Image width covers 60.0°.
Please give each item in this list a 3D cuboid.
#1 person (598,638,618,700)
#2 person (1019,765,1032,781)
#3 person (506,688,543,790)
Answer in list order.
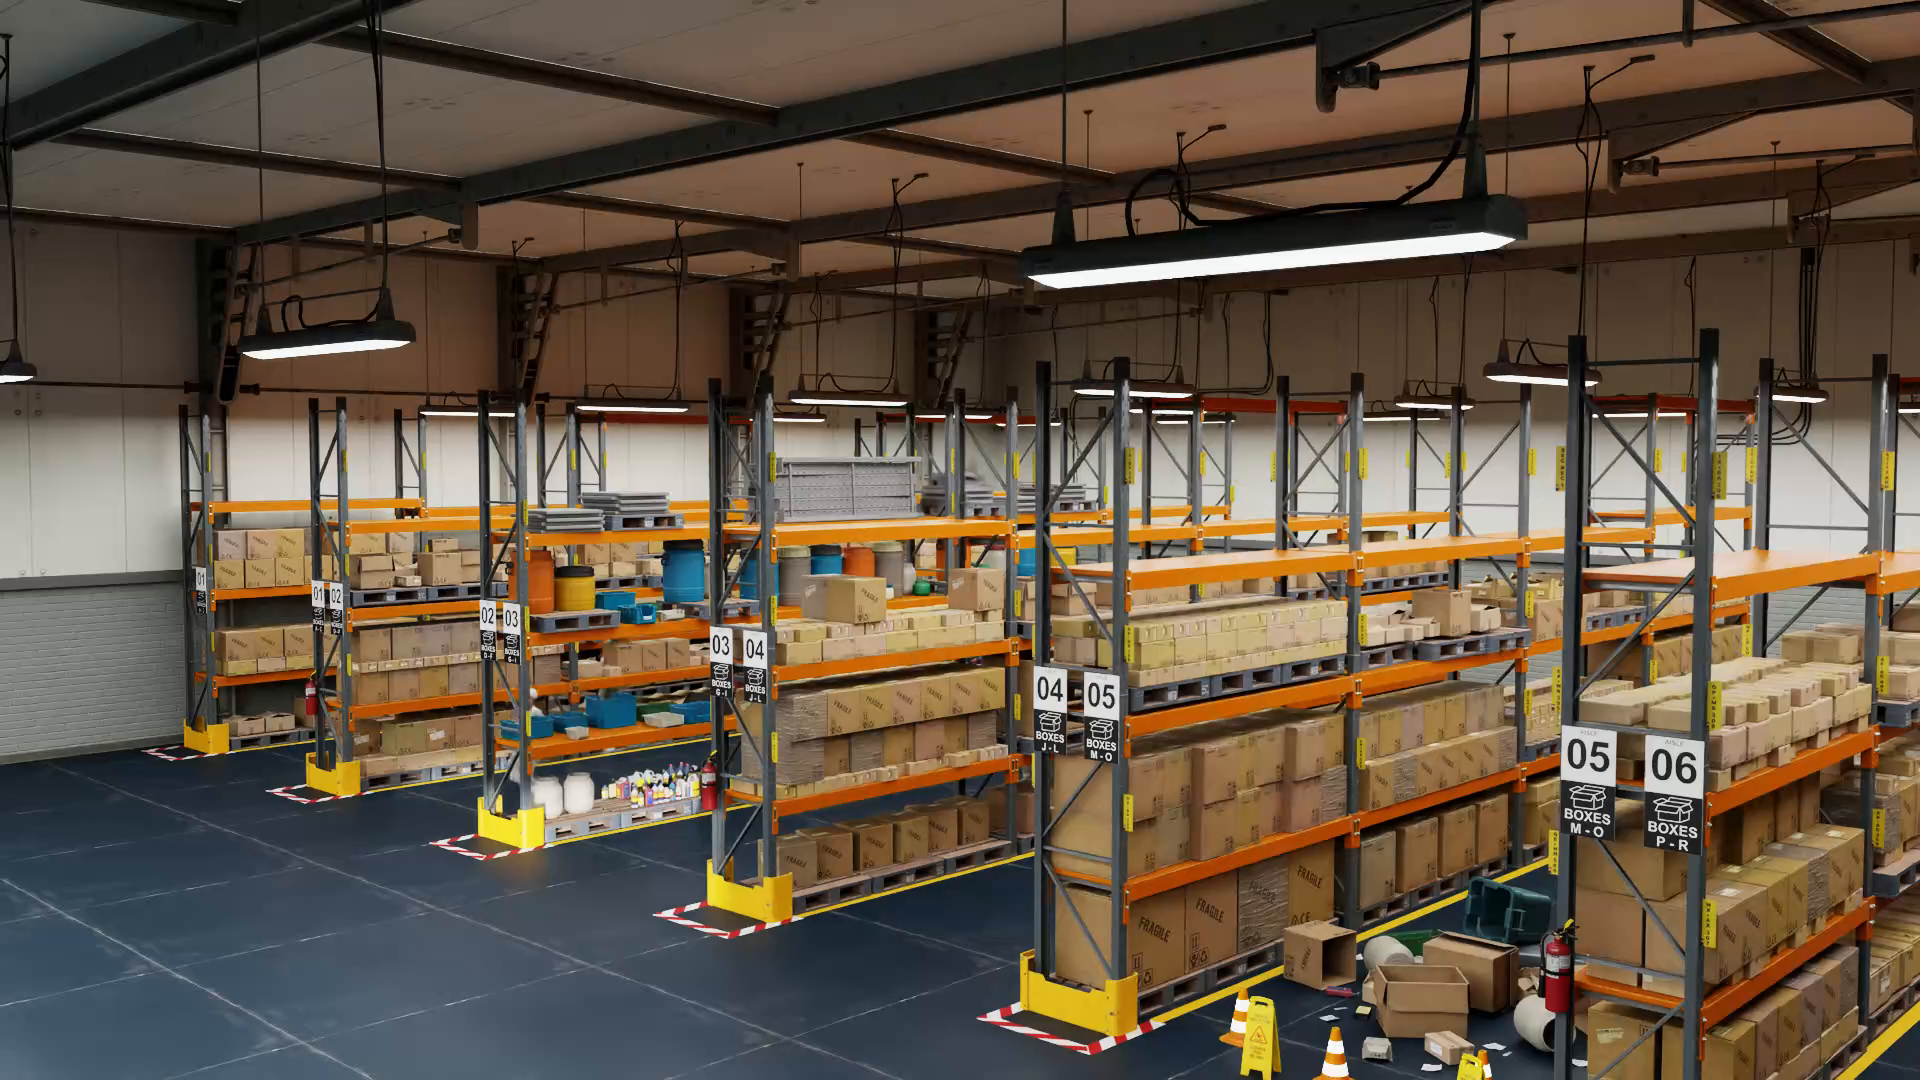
[{"bbox_3d":[-6.597,2.657,31.379,0.627,1.683,0.883,3,4,44],"label":"person"},{"bbox_3d":[1.133,2.925,26.027,0.730,1.741,0.715,2,4,37],"label":"person"},{"bbox_3d":[-6.320,3.010,24.059,0.643,1.742,0.584,3,4,43],"label":"person"}]
